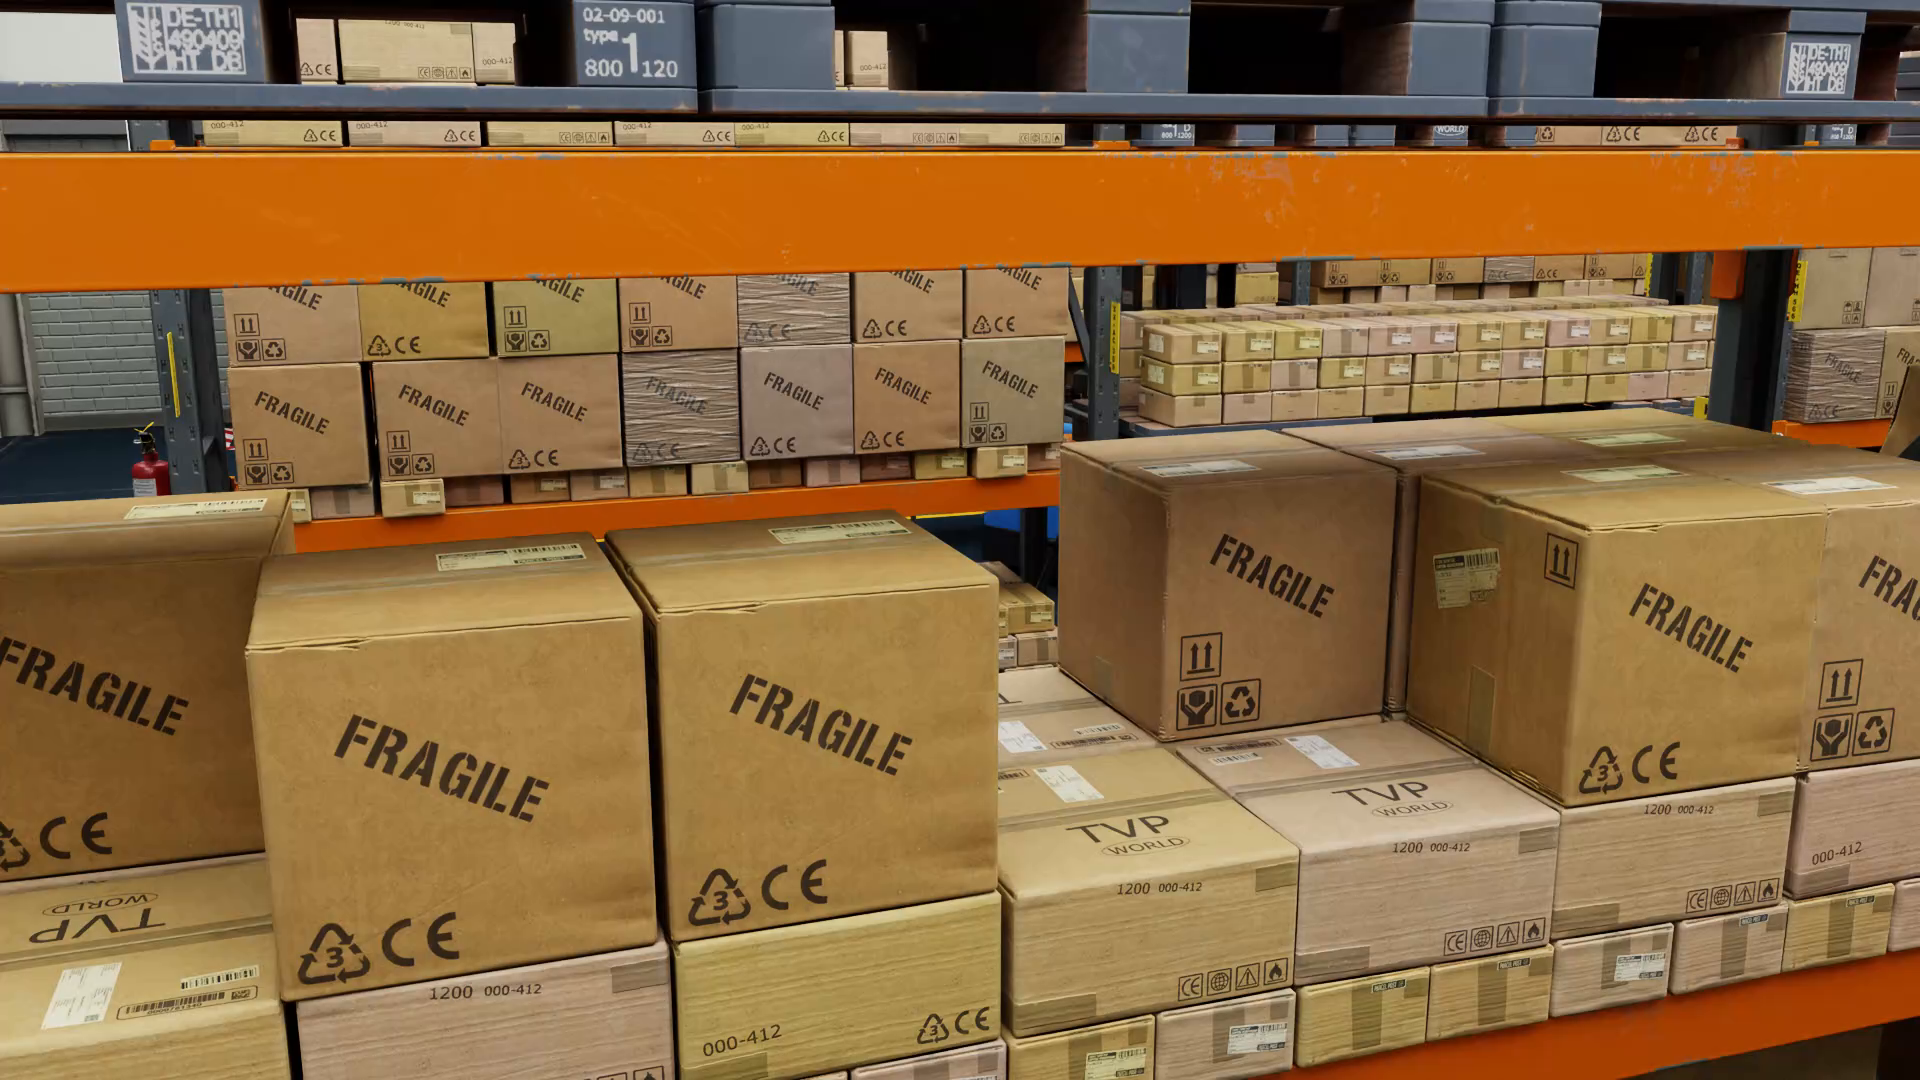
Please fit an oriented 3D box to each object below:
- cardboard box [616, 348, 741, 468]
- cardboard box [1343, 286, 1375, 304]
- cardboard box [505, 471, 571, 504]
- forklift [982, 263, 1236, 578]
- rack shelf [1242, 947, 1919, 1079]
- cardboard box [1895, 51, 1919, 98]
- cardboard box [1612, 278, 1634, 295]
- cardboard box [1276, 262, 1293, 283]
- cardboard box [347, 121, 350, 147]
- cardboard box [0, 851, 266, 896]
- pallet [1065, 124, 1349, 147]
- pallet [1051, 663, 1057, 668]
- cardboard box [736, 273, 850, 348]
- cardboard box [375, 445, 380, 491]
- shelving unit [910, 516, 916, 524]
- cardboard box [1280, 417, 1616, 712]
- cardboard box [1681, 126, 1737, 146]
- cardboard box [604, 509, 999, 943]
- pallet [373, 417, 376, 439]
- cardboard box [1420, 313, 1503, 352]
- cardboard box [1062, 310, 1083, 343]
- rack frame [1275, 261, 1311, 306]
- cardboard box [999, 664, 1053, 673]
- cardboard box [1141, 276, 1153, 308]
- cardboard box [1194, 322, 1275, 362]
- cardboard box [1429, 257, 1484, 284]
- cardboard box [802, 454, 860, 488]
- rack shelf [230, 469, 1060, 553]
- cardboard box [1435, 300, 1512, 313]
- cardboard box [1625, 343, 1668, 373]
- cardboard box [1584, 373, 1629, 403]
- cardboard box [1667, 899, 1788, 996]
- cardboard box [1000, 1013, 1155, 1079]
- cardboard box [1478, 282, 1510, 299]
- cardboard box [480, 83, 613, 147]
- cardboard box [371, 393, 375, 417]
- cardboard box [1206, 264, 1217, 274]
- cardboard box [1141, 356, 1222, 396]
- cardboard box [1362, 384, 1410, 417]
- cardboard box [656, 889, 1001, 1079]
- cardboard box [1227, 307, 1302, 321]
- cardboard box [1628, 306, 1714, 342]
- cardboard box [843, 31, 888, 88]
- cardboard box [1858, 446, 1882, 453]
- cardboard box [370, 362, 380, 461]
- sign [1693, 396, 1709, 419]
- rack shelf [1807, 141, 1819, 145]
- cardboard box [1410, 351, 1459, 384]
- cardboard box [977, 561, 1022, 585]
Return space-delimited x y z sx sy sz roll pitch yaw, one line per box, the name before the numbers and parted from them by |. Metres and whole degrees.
cardboard box | -1.289 -0.628 7.443 0.500 0.500 0.500 -5 14 -20
cardboard box | 3.302 -2.092 14.093 0.250 0.149 0.380 -5 14 -22
cardboard box | -1.873 -0.275 7.358 0.250 0.149 0.380 -5 14 -19
forklift | 1.567 -1.086 10.376 3.031 2.935 1.130 12 18 42
rack shelf | 0.130 0.953 3.210 4.000 0.370 1.077 -4 14 -18
cardboard box | 5.087 -2.609 9.218 0.500 0.311 0.500 -4 14 -18
cardboard box | 5.792 -2.277 14.868 0.250 0.149 0.380 -5 14 -20
cardboard box | 2.999 -2.506 14.429 0.500 0.500 0.500 -5 14 -20
cardboard box | -2.905 -1.823 7.166 0.500 0.250 0.500 -5 14 -19
cardboard box | -1.390 0.585 2.884 0.500 0.250 0.500 -5 14 -19
pallet | 1.159 -2.030 8.120 1.003 0.211 1.213 -4 14 -18
pallet | -0.085 0.774 8.434 1.213 0.211 1.003 -4 14 -18
cardboard box | -0.797 -1.152 7.484 0.500 0.500 0.500 -4 14 -17
cardboard box | -2.552 -0.341 7.636 0.250 0.149 0.380 -5 14 -19
shelving unit | 0.081 -0.736 11.996 1.048 1.500 0.538 -4 14 -18
cardboard box | 1.021 0.032 3.585 0.500 0.500 0.500 -4 14 -18
cardboard box | 3.871 -2.345 8.823 0.500 0.500 0.500 -4 14 -18
cardboard box | -0.261 0.261 2.624 0.500 0.500 0.500 -5 14 -20
pallet | -5.685 -1.219 16.814 1.213 0.211 1.003 -4 14 -18
cardboard box | 2.539 -1.056 8.451 0.250 0.149 0.380 -4 14 -16
cardboard box | 0.824 -1.728 13.248 0.500 0.250 0.500 -5 14 -19
rack frame | 2.656 -2.014 14.126 0.127 3.000 1.000 -4 14 -18
cardboard box | 0.277 0.646 8.198 0.250 0.149 0.380 -4 14 -17
cardboard box | 1.315 -2.011 13.361 0.500 0.250 0.500 -5 14 -20
cardboard box | 1.322 -0.962 8.054 0.250 0.149 0.380 -4 14 -17
cardboard box | 4.150 -2.474 14.297 0.500 0.500 0.500 -4 14 -17
cardboard box | -0.638 -0.356 7.699 0.250 0.149 0.380 -5 14 -20
rack shelf | -1.356 -0.143 7.815 4.000 0.370 1.077 -4 14 -18
cardboard box | 2.836 -1.238 9.215 0.250 0.149 0.380 -4 14 -15
cardboard box | 3.507 -0.986 8.798 0.250 0.149 0.380 -4 14 -17
cardboard box | 3.293 -0.826 8.767 0.250 0.149 0.380 -5 14 -19
cardboard box | 1.354 0.710 3.220 0.250 0.149 0.380 -5 14 -19
cardboard box | 0.134 0.805 2.820 0.250 0.149 0.380 -5 14 -19
cardboard box | 4.571 -2.188 14.493 0.250 0.149 0.380 -4 14 -16
cardboard box | -1.760 -1.787 7.016 0.500 0.250 0.500 -5 14 -20
cardboard box | -5.903 -1.526 16.562 0.637 0.503 0.797 -5 14 -20
cardboard box | 1.766 -2.414 13.431 0.500 0.500 0.500 -4 14 -17
cardboard box | 1.060 -0.795 7.996 0.250 0.149 0.380 -4 14 -17
cardboard box | 2.038 -0.727 8.352 0.250 0.149 0.380 -5 14 -21
cardboard box | -0.256 0.626 2.709 0.500 0.250 0.500 -5 14 -20
cardboard box | 1.607 -1.142 8.813 0.250 0.149 0.380 -5 14 -18
cardboard box | 3.774 -1.152 8.854 0.250 0.149 0.380 -5 14 -19
cardboard box | -0.313 -2.144 7.436 0.500 0.250 0.500 -5 14 -20
cardboard box | 5.764 -0.136 10.185 0.750 0.750 1.050 -4 14 -17
cardboard box | -2.418 -0.665 7.597 0.500 0.500 0.500 -5 14 -19
sign | 1.844 -0.188 4.120 0.005 0.325 0.100 -4 14 -18
rack shelf | 6.226 -2.192 9.950 4.000 0.370 1.077 -4 14 -18
cardboard box | 2.302 -0.893 8.408 0.250 0.149 0.380 -5 14 -19
cardboard box | 0.147 0.233 8.649 0.250 0.149 0.380 -4 14 -16
